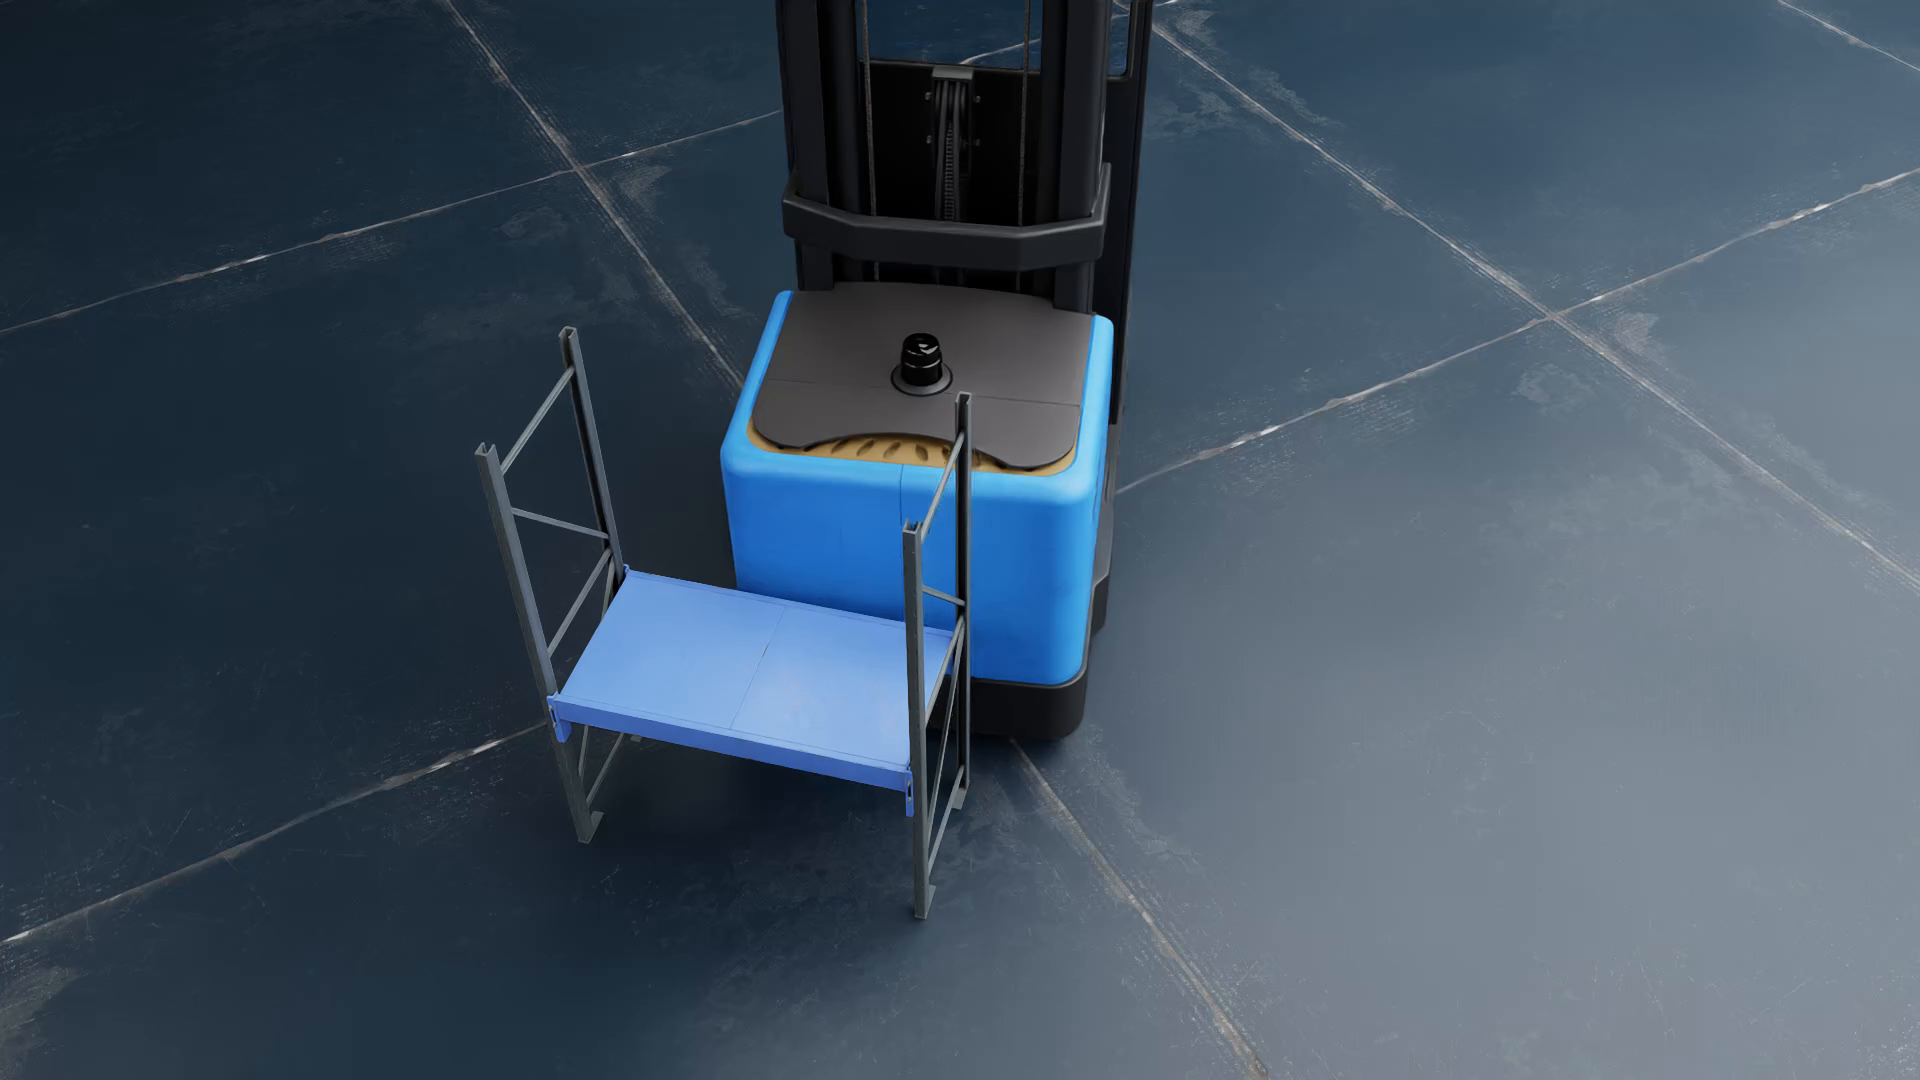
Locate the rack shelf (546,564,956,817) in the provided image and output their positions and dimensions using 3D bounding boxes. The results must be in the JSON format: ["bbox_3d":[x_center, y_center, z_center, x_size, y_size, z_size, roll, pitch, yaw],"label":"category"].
[{"bbox_3d":[-0.540,0.394,4.525,1.000,0.185,0.538,10,45,10],"label":"rack shelf"}]

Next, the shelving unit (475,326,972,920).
[{"bbox_3d":[-0.540,0.265,4.400,1.048,1.500,0.538,10,45,10],"label":"shelving unit"}]

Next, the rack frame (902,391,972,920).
[{"bbox_3d":[-0.049,0.354,4.308,0.032,1.500,0.500,10,45,10],"label":"rack frame"}]

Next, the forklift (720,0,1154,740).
[{"bbox_3d":[0.043,-1.480,5.170,1.130,2.935,3.031,5,44,6],"label":"forklift"}]

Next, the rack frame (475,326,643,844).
[{"bbox_3d":[-1.032,0.176,4.492,0.032,1.500,0.500,10,45,10],"label":"rack frame"}]
